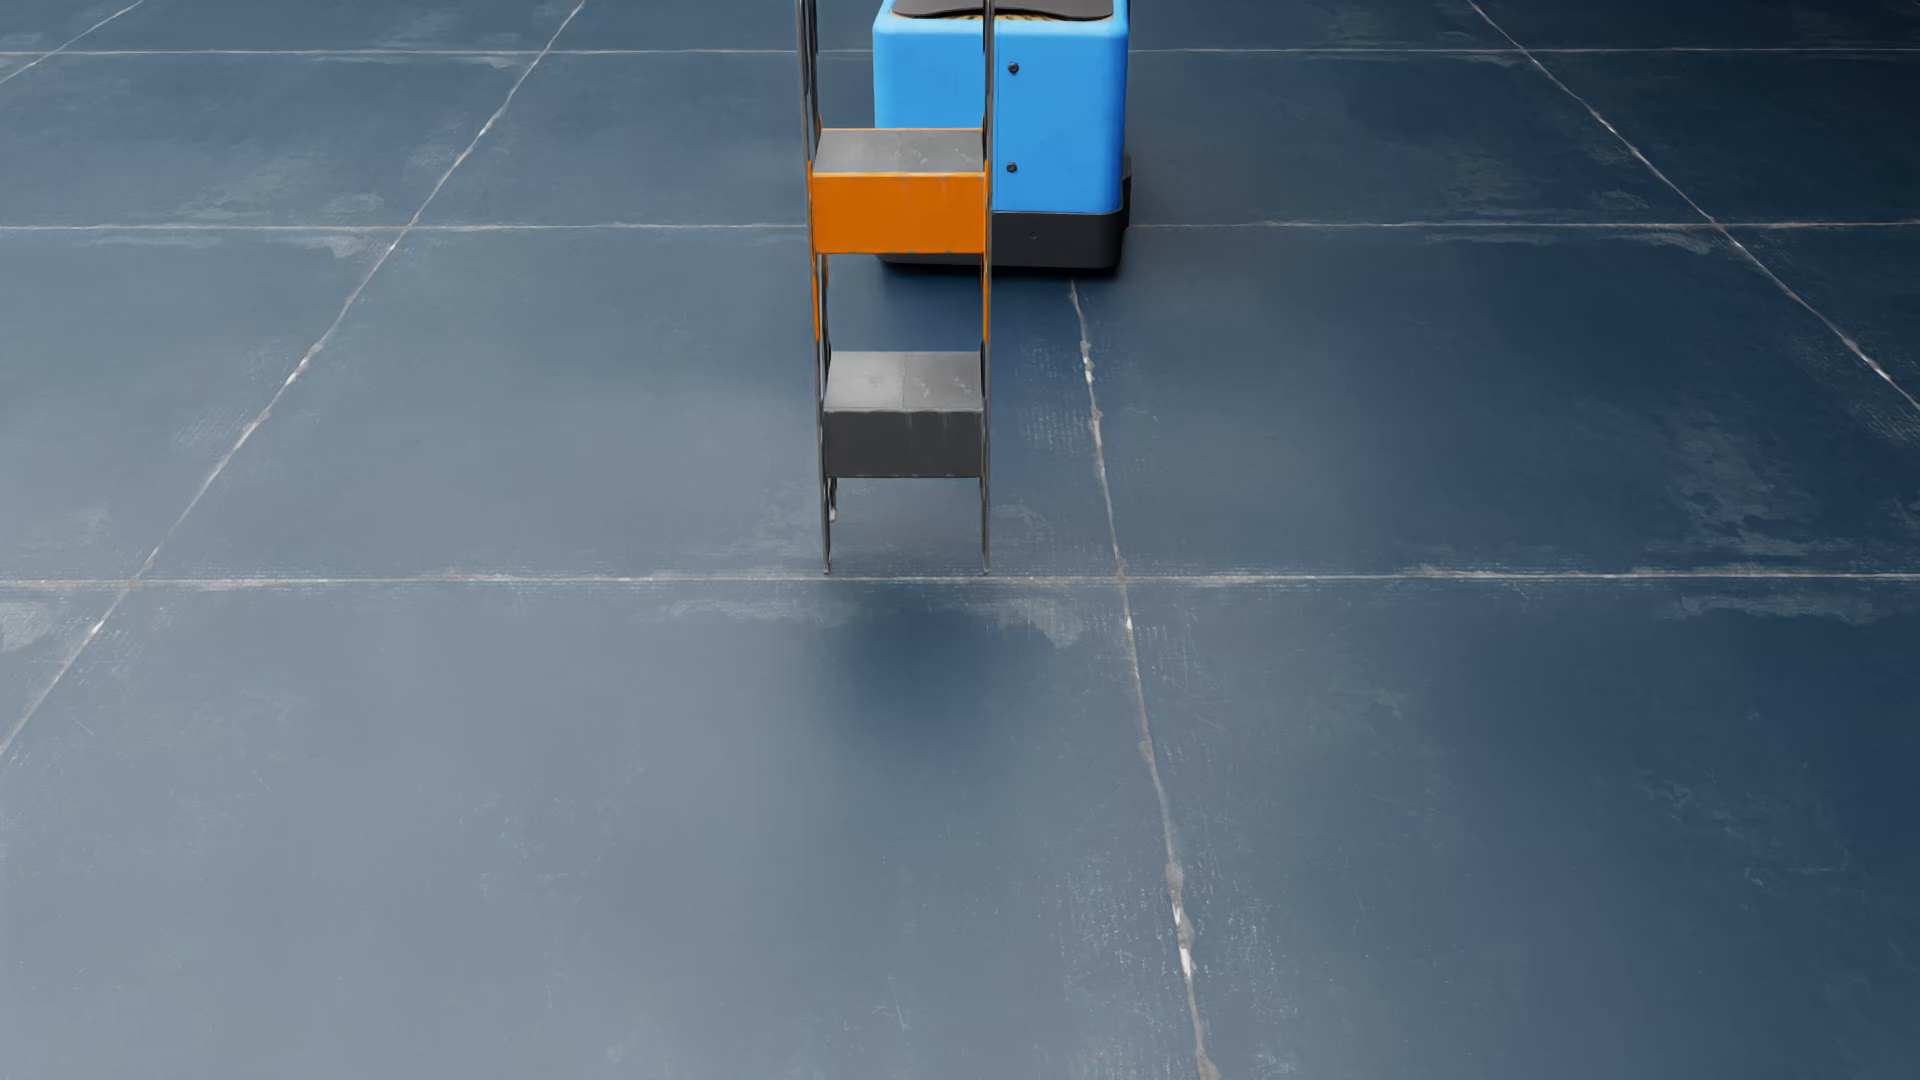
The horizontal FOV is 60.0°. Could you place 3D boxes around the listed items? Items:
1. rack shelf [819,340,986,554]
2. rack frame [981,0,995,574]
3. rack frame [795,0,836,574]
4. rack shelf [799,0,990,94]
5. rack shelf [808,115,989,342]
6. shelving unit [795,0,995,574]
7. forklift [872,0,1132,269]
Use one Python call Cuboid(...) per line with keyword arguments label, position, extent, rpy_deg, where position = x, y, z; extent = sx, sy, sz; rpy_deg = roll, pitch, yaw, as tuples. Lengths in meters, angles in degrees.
Cuboid(label="rack shelf", position=(-0.166, -0.287, 5.075), extent=(0.480, 0.518, 0.431), rpy_deg=(0, 31, 0))
Cuboid(label="rack frame", position=(0.078, -0.898, 4.706), extent=(0.015, 2.100, 0.400), rpy_deg=(0, 31, 0))
Cuboid(label="rack frame", position=(-0.410, -0.896, 4.703), extent=(0.015, 2.100, 0.400), rpy_deg=(0, 31, 0))
Cuboid(label="rack shelf", position=(-0.166, -1.484, 4.348), extent=(0.480, 0.518, 0.431), rpy_deg=(0, 31, 0))
Cuboid(label="rack shelf", position=(-0.166, -0.886, 4.712), extent=(0.480, 0.518, 0.431), rpy_deg=(0, 31, 0))
Cuboid(label="shelving unit", position=(-0.166, -0.897, 4.705), extent=(0.503, 2.100, 0.431), rpy_deg=(0, 31, 0))
Cuboid(label="forklift", position=(0.262, -3.131, 7.586), extent=(1.130, 2.935, 3.031), rpy_deg=(2, 31, 4))
